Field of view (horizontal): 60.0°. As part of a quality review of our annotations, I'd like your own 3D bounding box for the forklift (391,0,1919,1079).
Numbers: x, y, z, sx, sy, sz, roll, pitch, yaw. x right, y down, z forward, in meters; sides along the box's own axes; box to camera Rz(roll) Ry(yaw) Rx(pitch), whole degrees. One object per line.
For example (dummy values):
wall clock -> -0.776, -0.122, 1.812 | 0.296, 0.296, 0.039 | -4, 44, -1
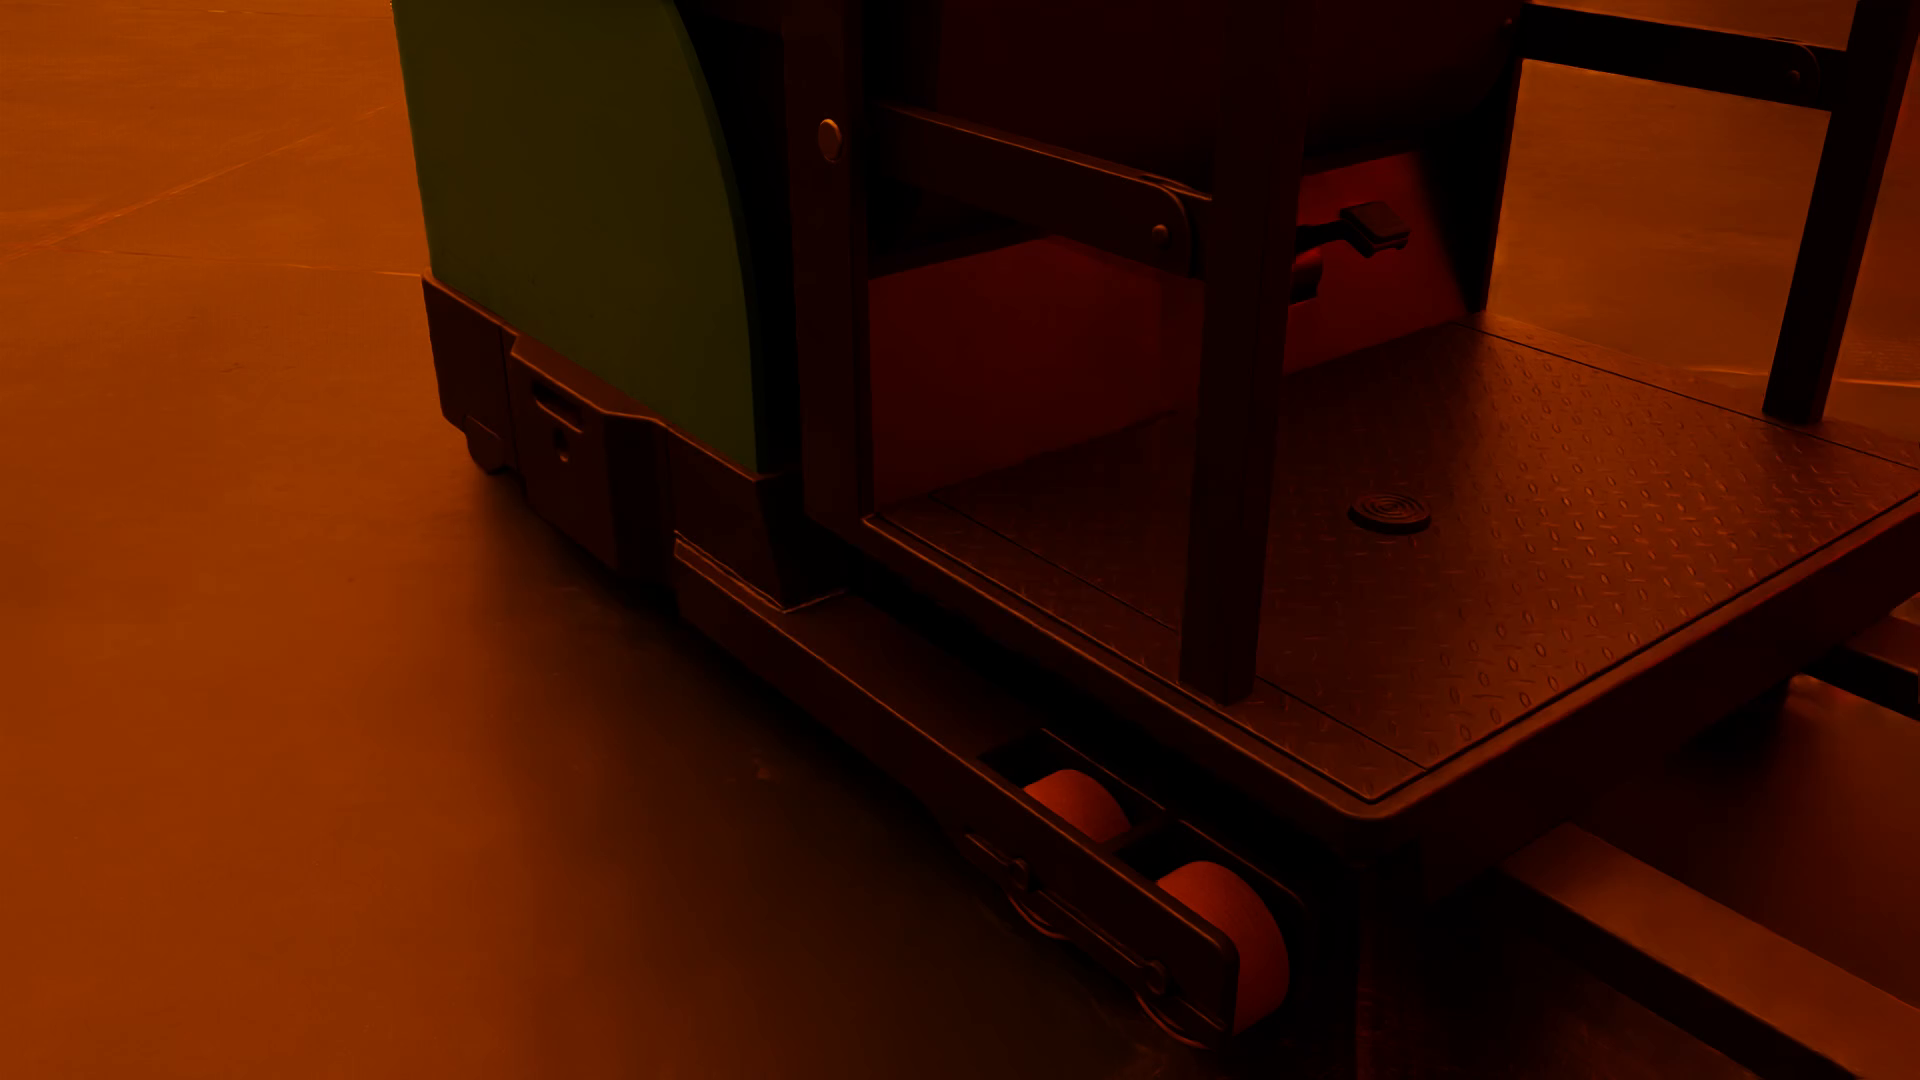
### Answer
forklift -> 0.444, -1.090, 1.406 | 1.130, 2.935, 3.031 | -20, 33, -34
